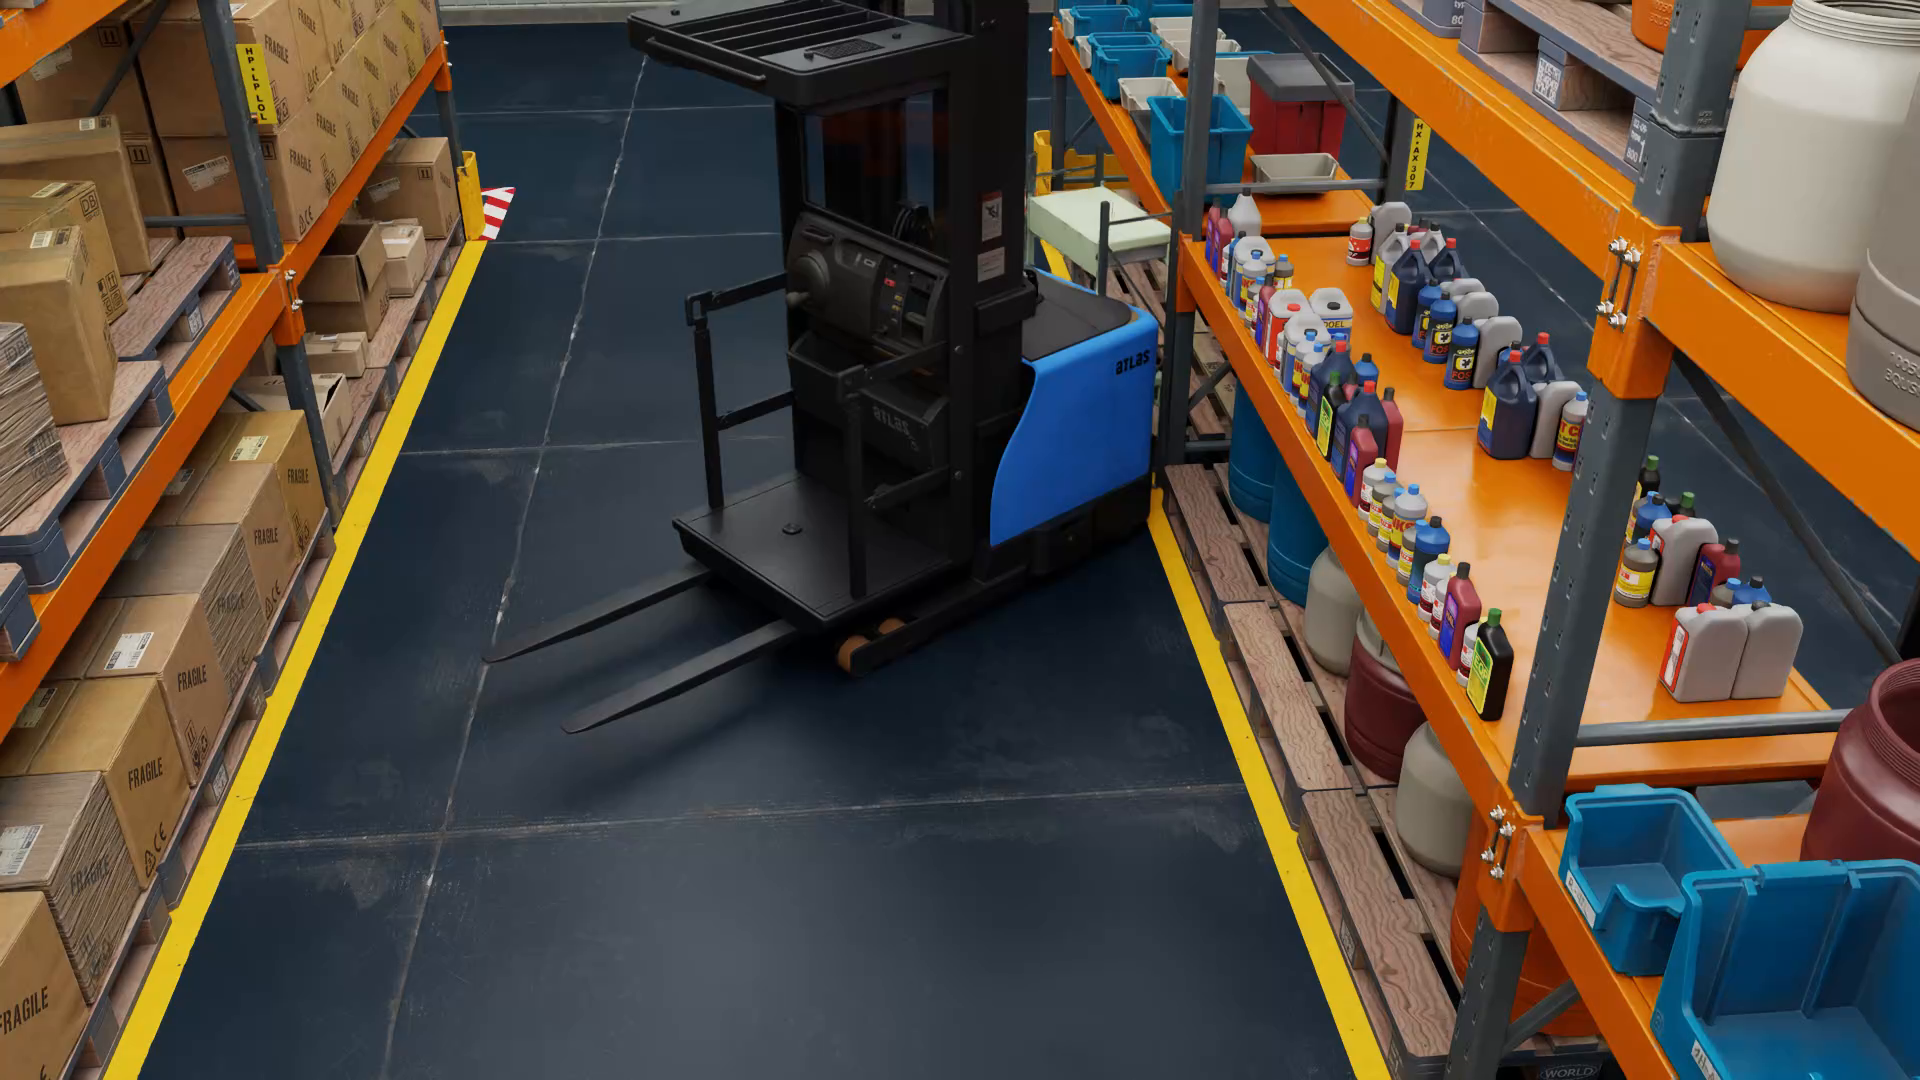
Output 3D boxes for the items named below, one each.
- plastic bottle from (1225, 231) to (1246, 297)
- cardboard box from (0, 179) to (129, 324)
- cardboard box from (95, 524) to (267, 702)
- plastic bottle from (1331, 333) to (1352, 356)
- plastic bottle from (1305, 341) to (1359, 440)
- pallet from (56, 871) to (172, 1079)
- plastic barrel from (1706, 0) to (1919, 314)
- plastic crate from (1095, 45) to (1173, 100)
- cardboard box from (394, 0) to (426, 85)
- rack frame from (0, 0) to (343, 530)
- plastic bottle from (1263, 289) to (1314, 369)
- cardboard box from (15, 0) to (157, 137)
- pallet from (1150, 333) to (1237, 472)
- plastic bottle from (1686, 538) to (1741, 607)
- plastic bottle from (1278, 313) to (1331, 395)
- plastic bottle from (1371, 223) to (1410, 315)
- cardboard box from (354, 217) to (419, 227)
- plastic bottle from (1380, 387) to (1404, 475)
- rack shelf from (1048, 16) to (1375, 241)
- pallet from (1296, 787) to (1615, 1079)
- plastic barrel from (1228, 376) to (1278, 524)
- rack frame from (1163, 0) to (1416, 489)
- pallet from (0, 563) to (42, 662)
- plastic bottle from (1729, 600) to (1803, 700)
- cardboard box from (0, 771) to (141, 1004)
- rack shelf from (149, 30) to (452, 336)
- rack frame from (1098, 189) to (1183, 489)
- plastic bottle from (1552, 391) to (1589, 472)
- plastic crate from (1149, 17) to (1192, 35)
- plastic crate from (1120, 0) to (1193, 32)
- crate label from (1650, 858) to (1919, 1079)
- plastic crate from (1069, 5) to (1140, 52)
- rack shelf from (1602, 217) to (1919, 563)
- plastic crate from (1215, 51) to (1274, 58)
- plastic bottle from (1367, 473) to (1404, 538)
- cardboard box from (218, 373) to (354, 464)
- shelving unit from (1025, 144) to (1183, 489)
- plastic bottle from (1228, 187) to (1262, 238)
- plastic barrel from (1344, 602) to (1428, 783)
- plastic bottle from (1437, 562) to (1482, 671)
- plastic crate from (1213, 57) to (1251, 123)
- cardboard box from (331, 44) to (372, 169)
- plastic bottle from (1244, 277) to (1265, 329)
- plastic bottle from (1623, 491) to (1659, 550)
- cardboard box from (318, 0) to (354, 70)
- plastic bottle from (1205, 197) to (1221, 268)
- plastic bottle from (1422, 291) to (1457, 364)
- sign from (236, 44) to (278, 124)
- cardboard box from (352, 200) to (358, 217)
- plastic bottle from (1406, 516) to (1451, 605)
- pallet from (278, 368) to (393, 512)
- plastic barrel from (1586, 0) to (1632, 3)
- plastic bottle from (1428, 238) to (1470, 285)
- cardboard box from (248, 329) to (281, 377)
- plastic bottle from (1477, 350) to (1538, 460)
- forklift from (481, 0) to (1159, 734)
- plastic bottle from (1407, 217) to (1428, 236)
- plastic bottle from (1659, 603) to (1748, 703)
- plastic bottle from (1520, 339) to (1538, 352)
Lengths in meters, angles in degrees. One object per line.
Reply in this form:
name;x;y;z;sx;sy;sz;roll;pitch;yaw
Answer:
plastic bottle;1.154;-1.141;6.861;0.097;0.271;0.097;0;31;0
cardboard box;-3.490;-0.967;5.937;0.700;0.500;0.500;2;31;3
cardboard box;-3.023;0.287;6.354;0.500;0.500;0.500;-2;31;-4
plastic bottle;1.388;-0.665;6.131;0.097;0.201;0.097;0;31;0
plastic bottle;1.295;-0.532;5.764;0.144;0.351;0.185;-3;31;-5
pallet;-3.097;1.512;5.013;1.003;0.211;1.213;-3;31;-5
plastic barrel;1.591;-0.700;2.963;0.421;0.512;0.421;0;31;0
plastic crate;0.966;-2.609;9.297;0.416;0.233;0.300;-3;31;-5
cardboard box;-3.447;-2.949;9.665;0.500;0.500;0.500;-2;31;-4
rack frame;-3.439;-1.345;7.076;1.000;3.000;0.127;-3;31;-5
plastic bottle;1.244;-0.800;6.284;0.152;0.276;0.135;-3;31;-5
cardboard box;-3.744;-2.063;7.205;0.500;0.500;0.500;-3;31;-4
pallet;1.386;-0.756;8.811;1.003;0.211;1.213;-3;31;-5
plastic bottle;2.163;0.106;4.761;0.061;0.283;0.133;-3;31;-5
plastic bottle;1.266;-0.681;6.086;0.152;0.276;0.135;-3;31;-5
plastic bottle;1.762;-1.098;6.712;0.144;0.351;0.185;-3;31;-5
cardboard box;-3.568;-1.882;10.310;0.380;0.166;0.250;-3;31;-5
plastic bottle;1.424;-0.359;5.539;0.061;0.283;0.133;-3;31;-5
rack shelf;1.307;-2.292;9.364;1.077;0.370;4.000;-3;31;-5
pallet;1.752;1.259;5.437;1.003;0.211;1.213;-3;31;-5
plastic barrel;1.527;-0.581;7.434;0.600;0.901;0.708;-3;31;-5
rack frame;1.494;-1.580;7.470;1.000;3.000;0.127;-3;31;-5
pallet;-3.198;0.437;4.280;1.213;0.211;1.003;-3;31;-5
plastic bottle;2.149;0.279;4.479;0.152;0.276;0.135;-3;31;-5
cardboard box;-2.877;1.069;5.044;0.500;0.500;0.500;-4;31;-6
rack shelf;-3.625;-2.057;8.970;1.077;0.370;4.000;-3;31;-5
rack frame;0.805;-0.870;7.707;0.400;1.500;0.023;-13;33;-20
plastic bottle;2.057;-0.369;5.568;0.097;0.271;0.097;0;31;0
plastic crate;1.376;-3.127;10.259;0.396;0.136;0.243;-3;31;-5
plastic crate;1.337;-3.501;10.594;0.616;0.435;0.499;-3;31;-5
crate label;1.691;0.967;3.171;0.502;0.435;0.616;-3;31;-5
plastic crate;0.877;-3.098;10.117;0.416;0.233;0.300;-3;31;-5
rack shelf;2.054;0.504;1.757;1.077;0.370;4.000;-3;31;-5
plastic crate;1.567;-2.540;9.182;0.416;0.233;0.300;-3;31;-5
plastic bottle;1.336;-0.114;5.210;0.097;0.201;0.097;0;31;0
cardboard box;-3.262;-0.604;8.029;0.500;0.311;0.500;-3;31;-5
shelving unit;0.656;-1.039;7.995;0.431;1.500;0.755;-13;33;-20
plastic bottle;1.207;-1.343;7.121;0.144;0.351;0.185;-3;31;-5
plastic barrel;1.699;0.492;5.944;0.600;0.588;0.708;-3;31;-5
plastic bottle;1.383;0.208;4.590;0.061;0.283;0.133;-3;31;-5
plastic crate;1.534;-2.343;8.805;0.437;0.282;0.530;-3;31;-5
cardboard box;-3.310;-2.178;8.373;0.500;0.500;0.500;-3;31;-5
plastic bottle;1.184;-0.943;6.598;0.097;0.201;0.097;0;31;0
plastic bottle;2.109;-0.054;5.109;0.097;0.201;0.097;0;31;0
cardboard box;-3.299;-2.597;8.100;0.500;0.500;0.500;-4;31;-6
plastic bottle;1.103;-1.322;7.152;0.061;0.283;0.133;-3;31;-5
plastic bottle;1.824;-0.811;6.308;0.097;0.271;0.097;0;31;0
sign;-2.886;-1.870;6.827;0.100;0.325;0.005;-3;31;-5
cardboard box;-4.115;-2.122;10.728;0.380;0.149;0.250;-3;31;-5
plastic bottle;1.372;0.054;4.859;0.097;0.271;0.097;0;31;0
pallet;-3.502;-0.498;8.378;1.003;0.211;1.213;-3;31;-5
plastic barrel;1.621;-1.487;4.114;0.301;0.262;0.301;0;31;0
plastic bottle;1.922;-1.011;6.565;0.144;0.351;0.185;-3;31;-5
cardboard box;-3.844;-1.039;8.758;0.500;0.311;0.500;-3;31;-5
plastic bottle;1.869;-0.467;5.655;0.144;0.351;0.185;-3;31;-5
forklift;-0.541;-1.001;6.568;3.031;2.935;1.130;-25;39;-35
plastic bottle;1.919;-1.228;6.995;0.061;0.283;0.133;-3;31;-5
plastic bottle;1.997;0.286;4.467;0.152;0.276;0.135;-3;31;-5
plastic bottle;2.035;-0.597;5.938;0.061;0.283;0.133;-3;31;-5
